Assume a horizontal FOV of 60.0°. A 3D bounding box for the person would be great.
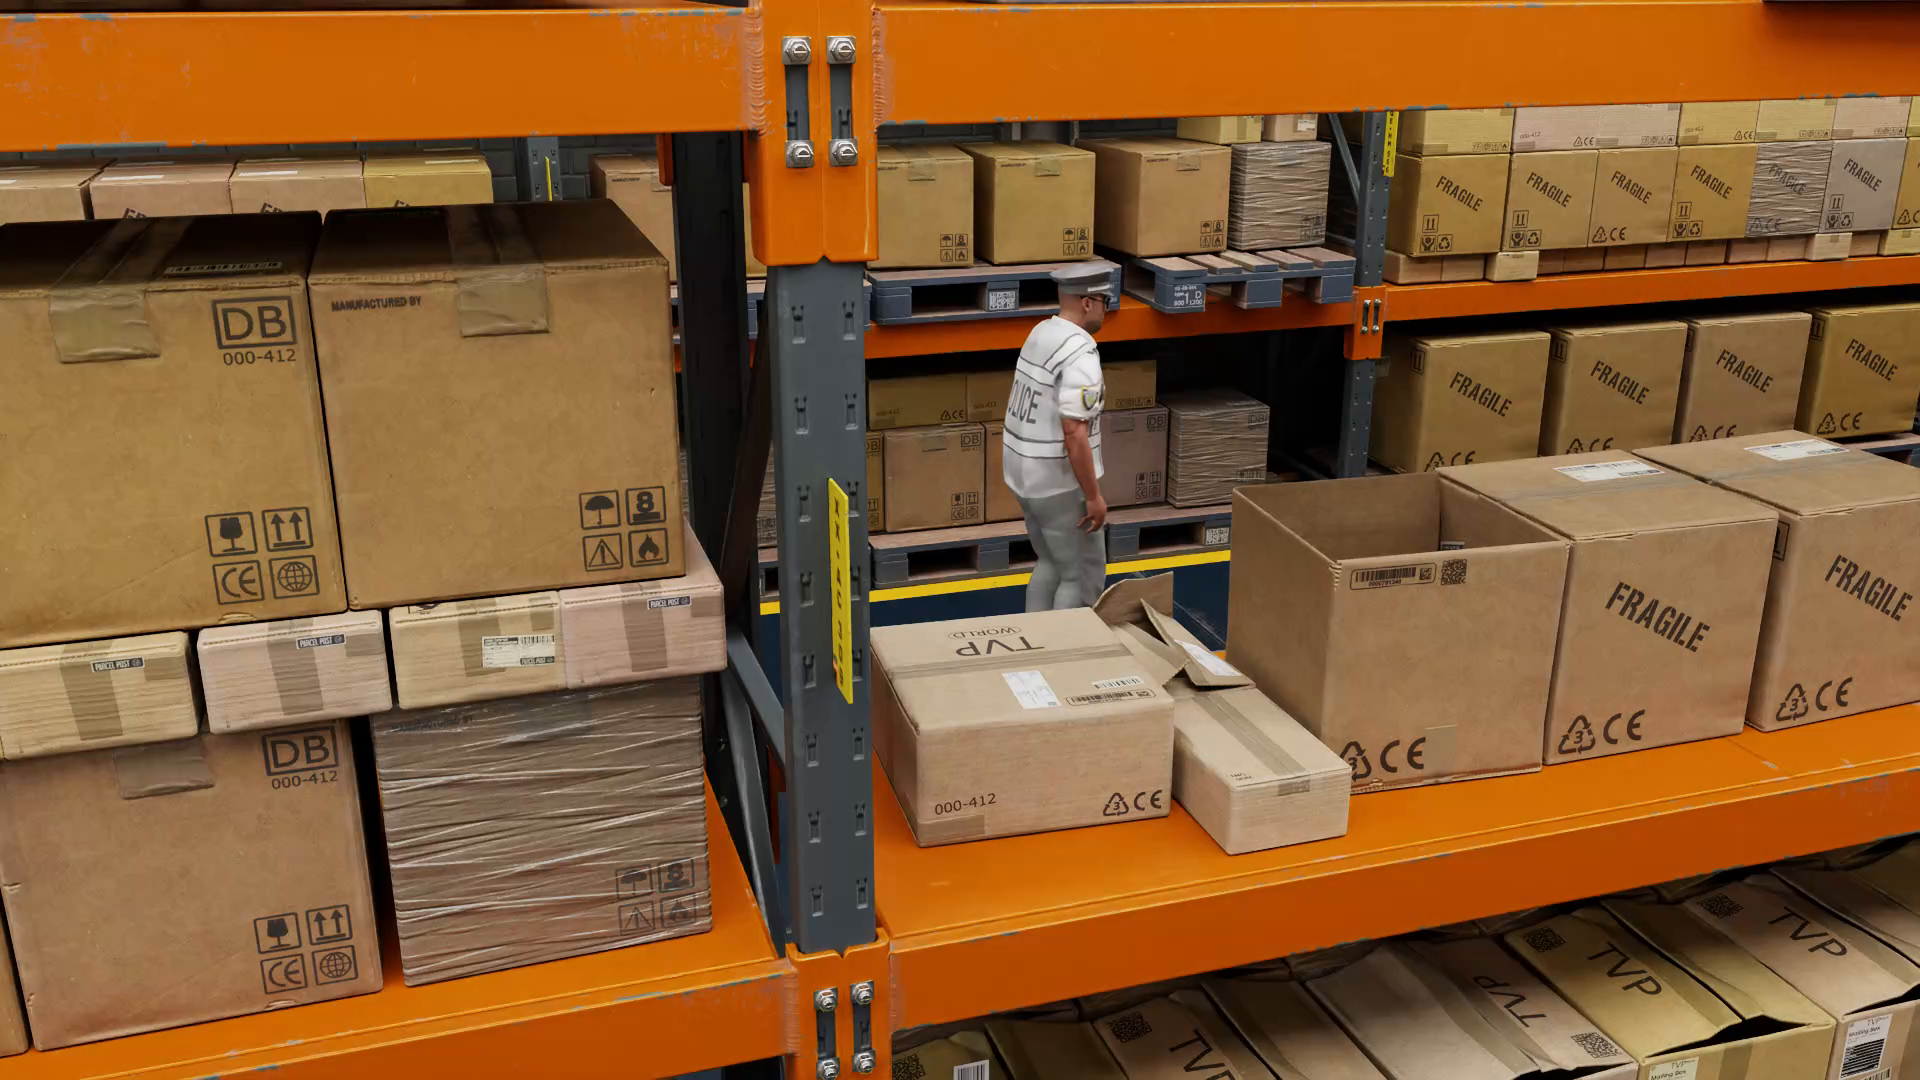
[{"bbox_3d":[0.410,-0.238,6.743,0.439,1.748,0.586,-6,20,-17],"label":"person"}]
